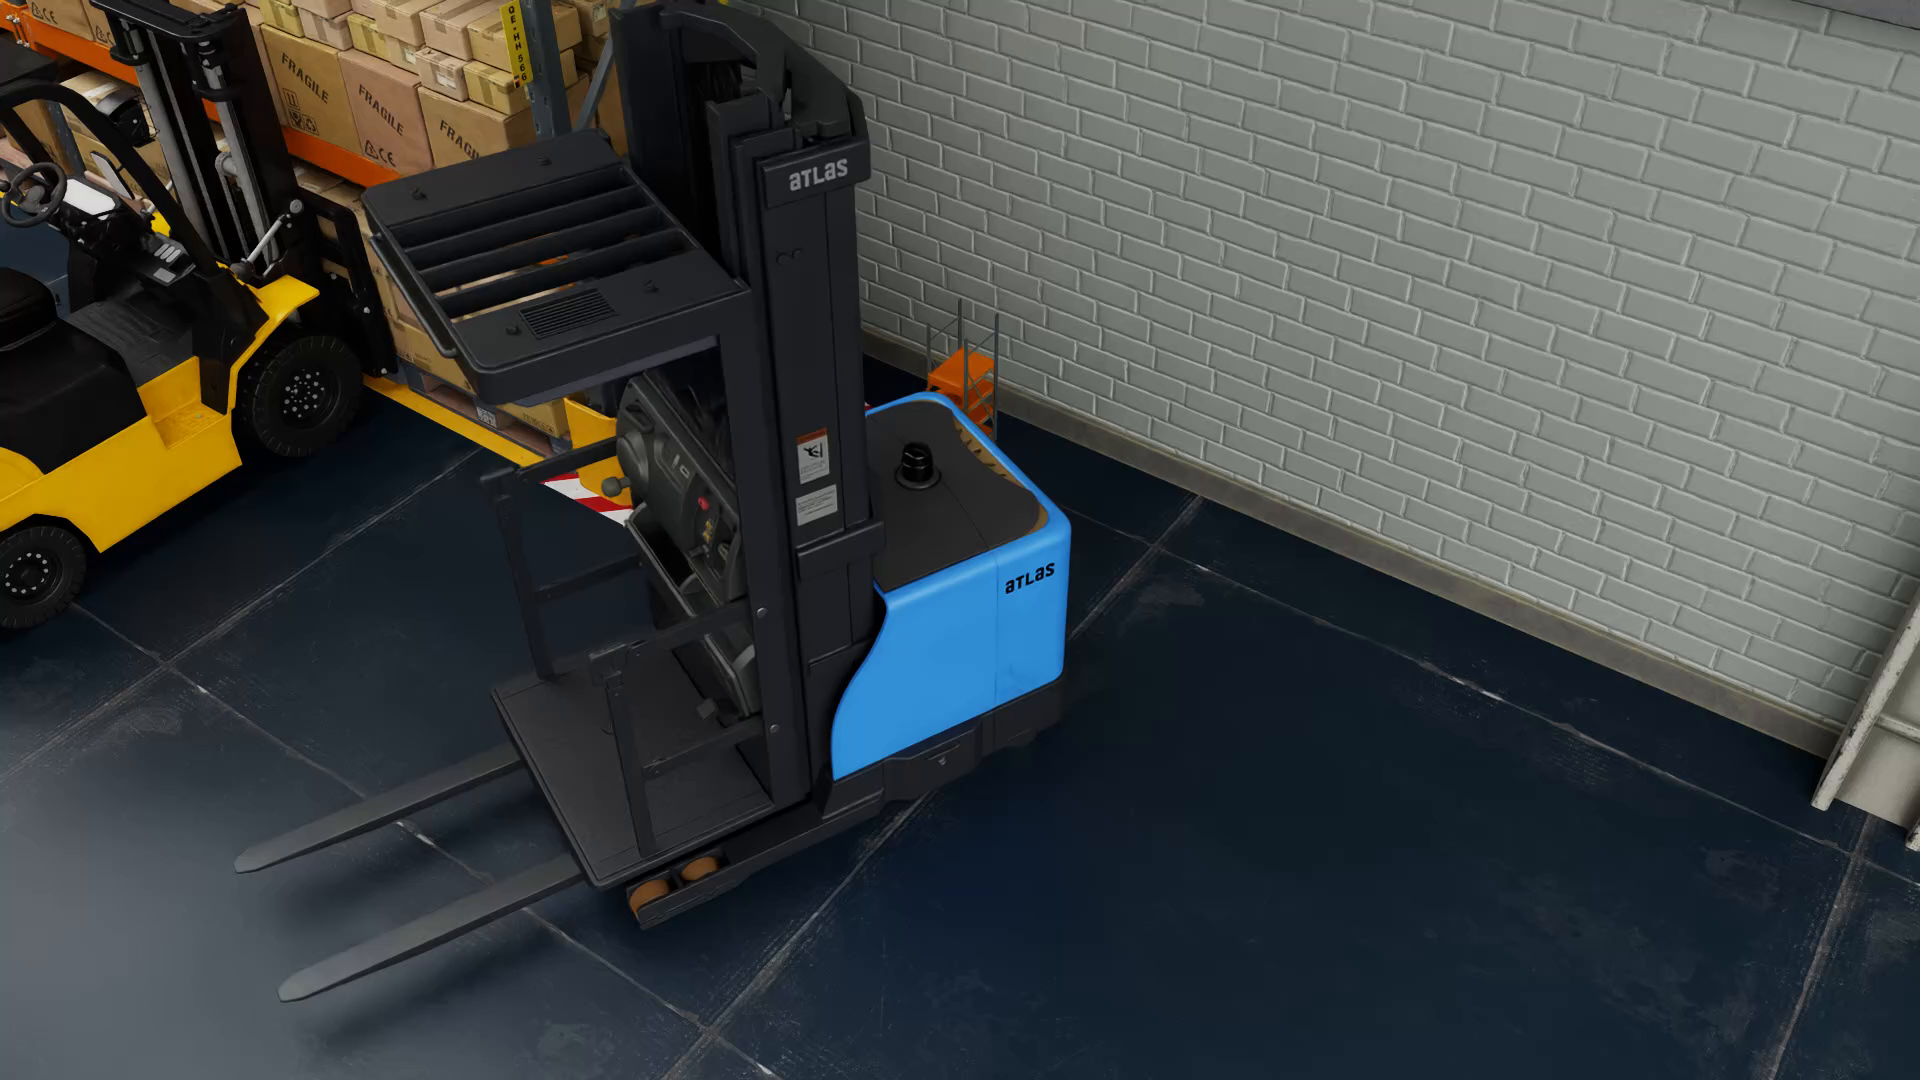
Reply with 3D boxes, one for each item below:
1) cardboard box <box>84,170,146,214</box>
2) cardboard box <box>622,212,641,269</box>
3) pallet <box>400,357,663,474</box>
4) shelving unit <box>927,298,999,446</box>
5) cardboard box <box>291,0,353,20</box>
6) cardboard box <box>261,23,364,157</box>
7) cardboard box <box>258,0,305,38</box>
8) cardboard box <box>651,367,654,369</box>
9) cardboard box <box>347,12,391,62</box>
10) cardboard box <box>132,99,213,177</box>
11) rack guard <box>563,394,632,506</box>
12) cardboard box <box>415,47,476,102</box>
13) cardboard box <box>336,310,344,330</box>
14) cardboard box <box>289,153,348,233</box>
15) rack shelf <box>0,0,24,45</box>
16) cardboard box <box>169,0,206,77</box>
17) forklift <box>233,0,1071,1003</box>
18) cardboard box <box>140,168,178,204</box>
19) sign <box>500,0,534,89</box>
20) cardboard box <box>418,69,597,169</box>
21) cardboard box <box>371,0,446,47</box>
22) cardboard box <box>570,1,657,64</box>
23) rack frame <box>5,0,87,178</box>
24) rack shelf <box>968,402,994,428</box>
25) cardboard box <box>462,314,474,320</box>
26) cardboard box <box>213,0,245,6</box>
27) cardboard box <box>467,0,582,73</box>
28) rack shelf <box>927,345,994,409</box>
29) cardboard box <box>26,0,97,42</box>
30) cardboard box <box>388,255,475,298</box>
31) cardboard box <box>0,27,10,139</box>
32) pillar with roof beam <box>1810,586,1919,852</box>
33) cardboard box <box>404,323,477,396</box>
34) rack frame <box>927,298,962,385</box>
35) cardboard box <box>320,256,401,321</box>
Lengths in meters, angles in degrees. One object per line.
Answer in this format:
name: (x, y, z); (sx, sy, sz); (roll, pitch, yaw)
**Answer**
cardboard box: (-4.423, -1.949, 9.174); (0.500, 0.250, 0.500); (26, 48, 26)
cardboard box: (-1.639, -1.443, 7.859); (0.500, 0.250, 0.500); (24, 47, 25)
pallet: (-2.004, -0.882, 8.326); (1.213, 0.211, 1.003); (25, 48, 25)
shelving unit: (0.012, -0.442, 7.092); (0.189, 1.200, 0.258); (25, 48, 25)
cardboard box: (-2.656, -2.401, 7.148); (0.250, 0.149, 0.380); (26, 48, 26)
cardboard box: (-2.747, -2.134, 7.558); (0.500, 0.500, 0.500); (24, 47, 25)
cardboard box: (-2.863, -2.388, 7.356); (0.250, 0.149, 0.380); (25, 48, 26)
cardboard box: (-1.644, -1.078, 8.201); (0.500, 0.250, 0.500); (25, 48, 25)
cardboard box: (-2.399, -2.226, 7.175); (0.250, 0.149, 0.380); (25, 47, 25)
cardboard box: (-4.000, -2.130, 8.626); (0.500, 0.250, 0.500); (25, 48, 25)
rack guard: (-1.335, -0.711, 7.918); (0.348, 0.500, 1.175); (25, 48, 25)
cardboard box: (-2.025, -1.992, 6.914); (0.250, 0.149, 0.380); (26, 48, 26)
cardboard box: (-3.165, -1.369, 8.526); (0.500, 0.250, 0.500); (27, 48, 27)
cardboard box: (-3.161, -1.740, 8.191); (0.500, 0.250, 0.500); (24, 47, 25)
rack shelf: (-6.267, -3.681, 9.902); (4.000, 0.370, 1.077); (25, 48, 25)
cardboard box: (-3.565, -2.524, 7.995); (0.500, 0.500, 0.500); (25, 47, 25)
forklift: (-1.110, -0.119, 5.434); (3.031, 2.935, 1.130); (-22, 46, -23)
cardboard box: (-3.997, -1.956, 8.807); (0.500, 0.250, 0.500); (25, 47, 25)
sign: (-1.677, -1.880, 6.304); (0.005, 0.325, 0.100); (25, 48, 25)
cardboard box: (-1.908, -1.734, 7.112); (0.500, 0.500, 0.500); (24, 47, 24)
cardboard box: (-2.218, -2.226, 6.952); (0.250, 0.149, 0.380); (26, 48, 26)
cardboard box: (-1.483, -2.202, 7.148); (0.250, 0.149, 0.380); (24, 47, 24)
rack frame: (-4.629, -3.183, 8.806); (0.127, 3.000, 1.000); (25, 48, 25)
rack shelf: (0.012, -0.498, 7.042); (0.180, 0.103, 0.258); (25, 48, 25)
cardboard box: (-1.932, -0.985, 7.722); (0.500, 0.250, 0.500); (24, 47, 25)
cardboard box: (-3.265, -2.594, 7.586); (0.250, 0.149, 0.380); (24, 47, 25)
cardboard box: (-1.769, -2.063, 6.770); (0.250, 0.149, 0.380); (25, 48, 25)
rack shelf: (0.012, -0.677, 6.882); (0.180, 0.103, 0.258); (25, 48, 25)
cardboard box: (-4.416, -2.908, 8.424); (0.500, 0.500, 0.500); (24, 47, 24)
cardboard box: (-2.332, -1.354, 7.760); (0.500, 0.250, 0.500); (26, 48, 26)
cardboard box: (-5.694, -2.950, 10.011); (0.625, 0.625, 0.875); (25, 47, 25)
pillar with roof beam: (1.034, 0.002, 0.748); (0.400, 9.000, 9.100); (25, 48, 25)
cardboard box: (-2.322, -0.986, 8.098); (0.500, 0.250, 0.500); (25, 48, 25)
rack frame: (-0.063, -0.477, 7.131); (0.006, 1.200, 0.240); (25, 48, 25)
cardboard box: (-2.772, -1.369, 8.152); (0.500, 0.250, 0.500); (24, 47, 24)
